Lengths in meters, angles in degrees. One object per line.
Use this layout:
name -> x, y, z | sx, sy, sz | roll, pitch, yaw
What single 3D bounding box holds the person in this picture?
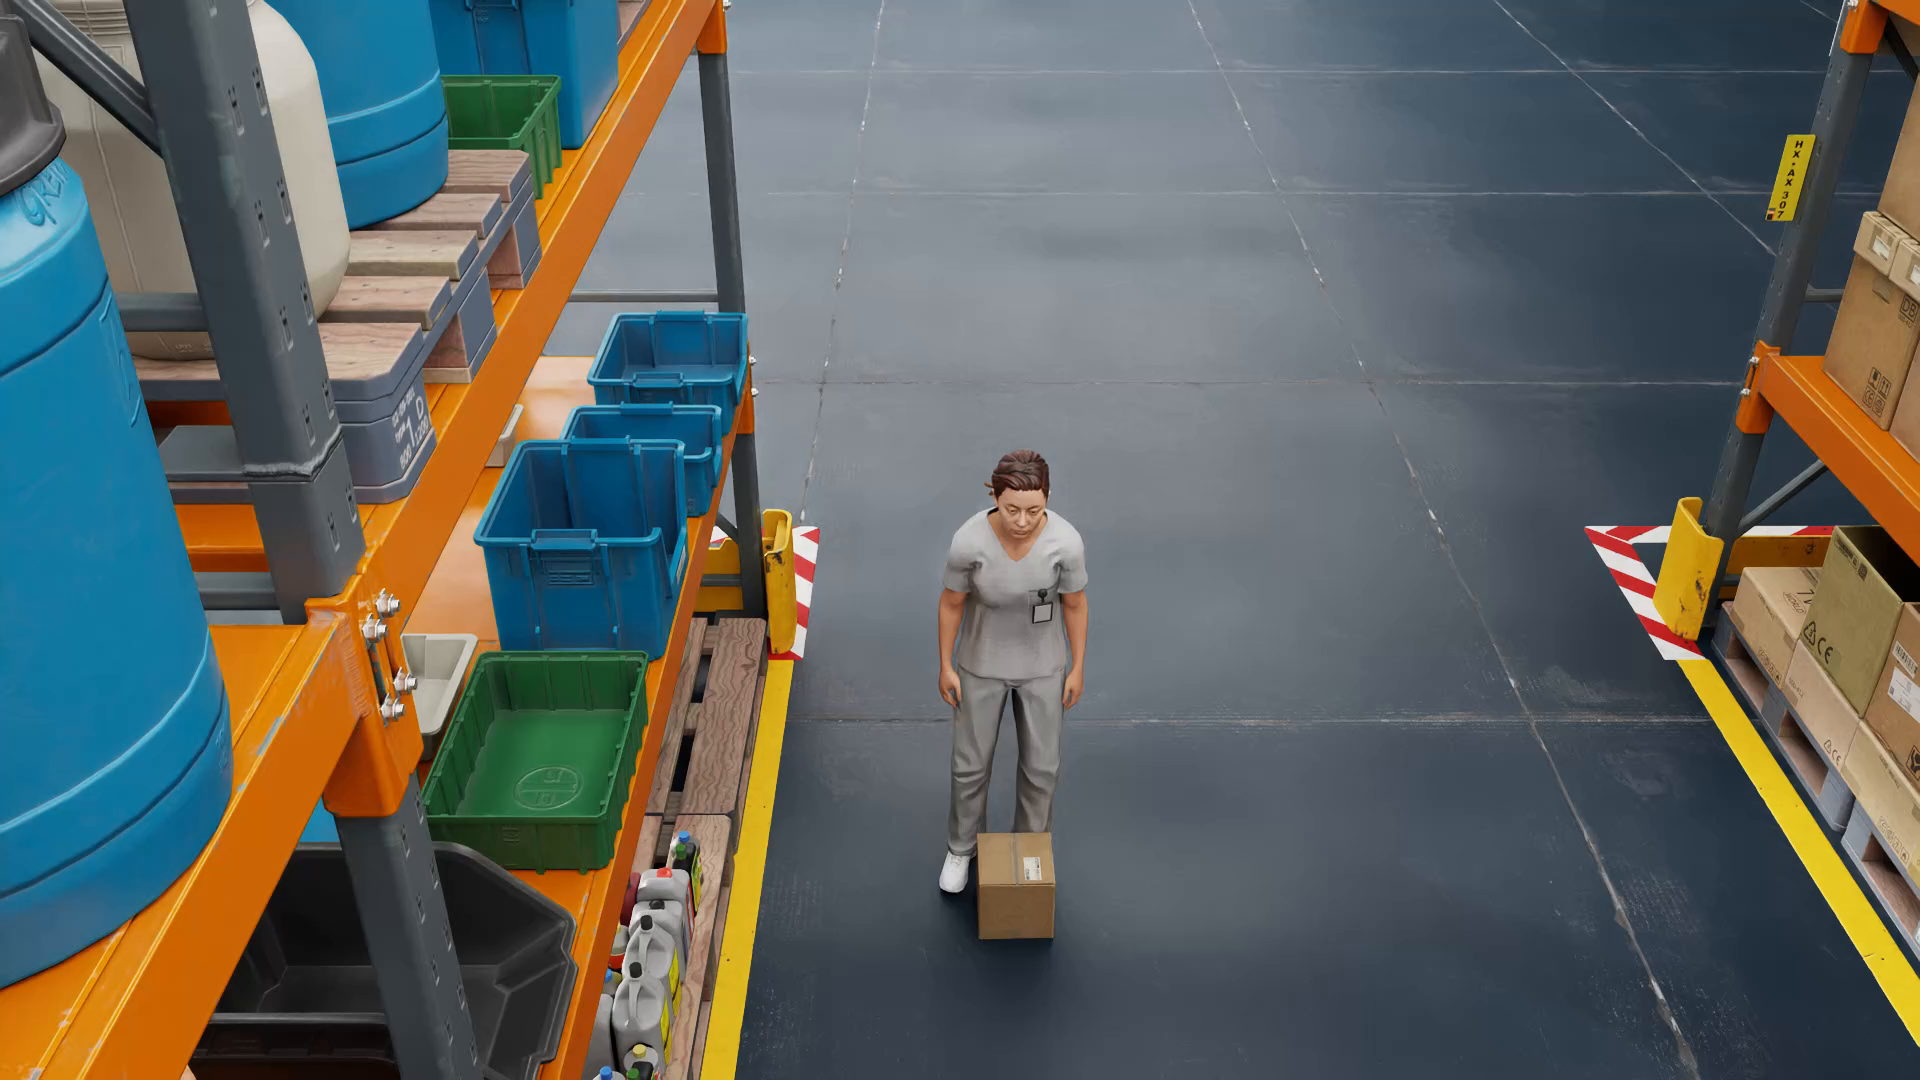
person -> 0.171, 0.441, 5.420 | 0.486, 1.673, 0.406 | 0, 32, 0
